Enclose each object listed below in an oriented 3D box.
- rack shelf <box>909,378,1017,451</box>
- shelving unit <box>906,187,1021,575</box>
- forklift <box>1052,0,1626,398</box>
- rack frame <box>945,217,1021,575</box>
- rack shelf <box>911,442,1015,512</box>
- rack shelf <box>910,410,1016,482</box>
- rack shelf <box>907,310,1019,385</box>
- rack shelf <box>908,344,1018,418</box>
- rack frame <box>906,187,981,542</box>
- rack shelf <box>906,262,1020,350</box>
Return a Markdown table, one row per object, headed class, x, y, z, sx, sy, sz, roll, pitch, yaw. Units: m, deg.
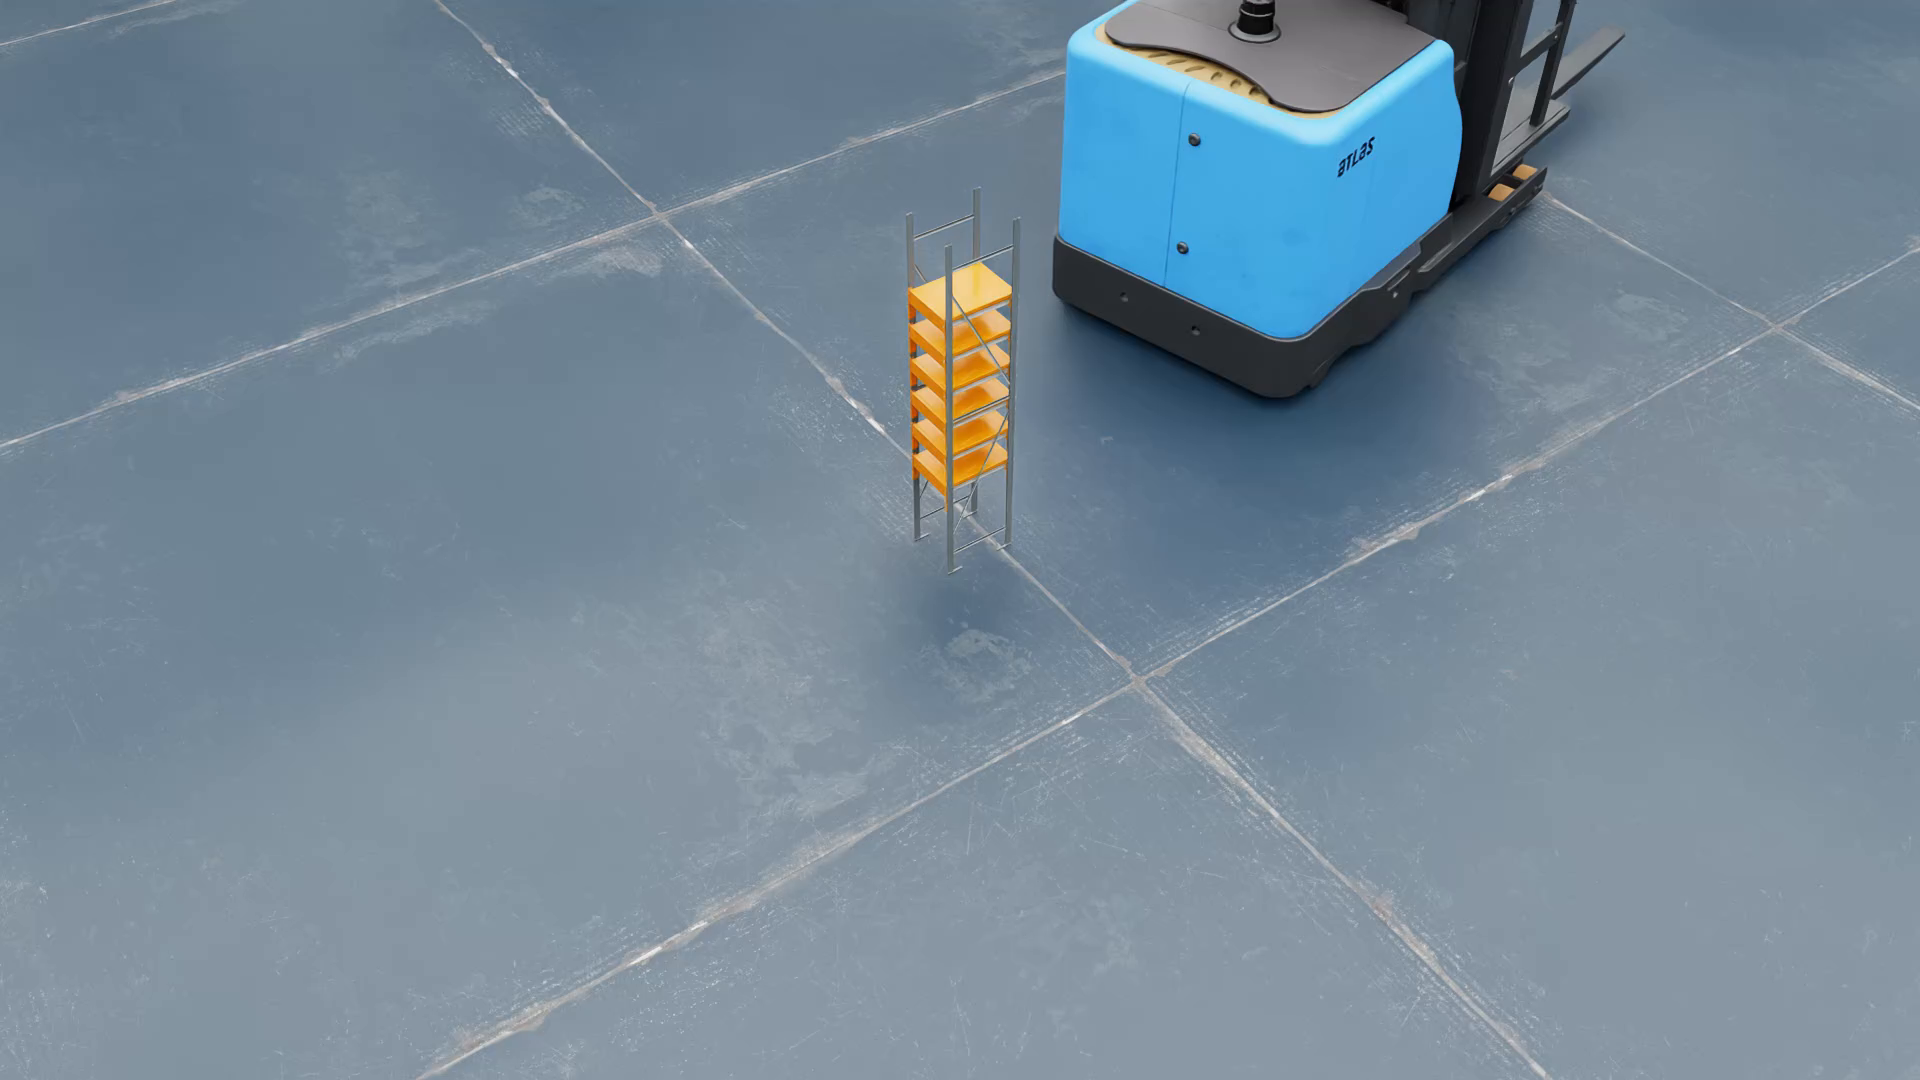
| class | x | y | z | sx | sy | sz | roll | pitch | yaw |
| --- | --- | --- | --- | --- | --- | --- | --- | --- | --- |
| rack shelf | 0.008 | -0.394 | 4.858 | 0.258 | 0.103 | 0.180 | -26 | 49 | -24 |
| shelving unit | 0.008 | -0.426 | 4.827 | 0.258 | 1.200 | 0.189 | -26 | 49 | -24 |
| forklift | 1.676 | -2.490 | 5.736 | 1.130 | 2.935 | 3.031 | 31 | 51 | 28 |
| rack frame | 0.061 | -0.374 | 4.773 | 0.240 | 1.200 | 0.006 | -26 | 49 | -24 |
| rack shelf | 0.008 | -0.220 | 5.024 | 0.258 | 0.103 | 0.180 | -26 | 49 | -24 |
| rack shelf | 0.008 | -0.307 | 4.941 | 0.258 | 0.103 | 0.180 | -26 | 49 | -24 |
| rack shelf | 0.008 | -0.567 | 4.692 | 0.258 | 0.103 | 0.180 | -26 | 49 | -24 |
| rack shelf | 0.008 | -0.480 | 4.775 | 0.258 | 0.103 | 0.180 | -26 | 49 | -24 |
| rack frame | -0.044 | -0.478 | 4.881 | 0.240 | 1.200 | 0.006 | -26 | 49 | -24 |
| rack shelf | 0.008 | -0.654 | 4.609 | 0.258 | 0.103 | 0.180 | -26 | 49 | -24 |
